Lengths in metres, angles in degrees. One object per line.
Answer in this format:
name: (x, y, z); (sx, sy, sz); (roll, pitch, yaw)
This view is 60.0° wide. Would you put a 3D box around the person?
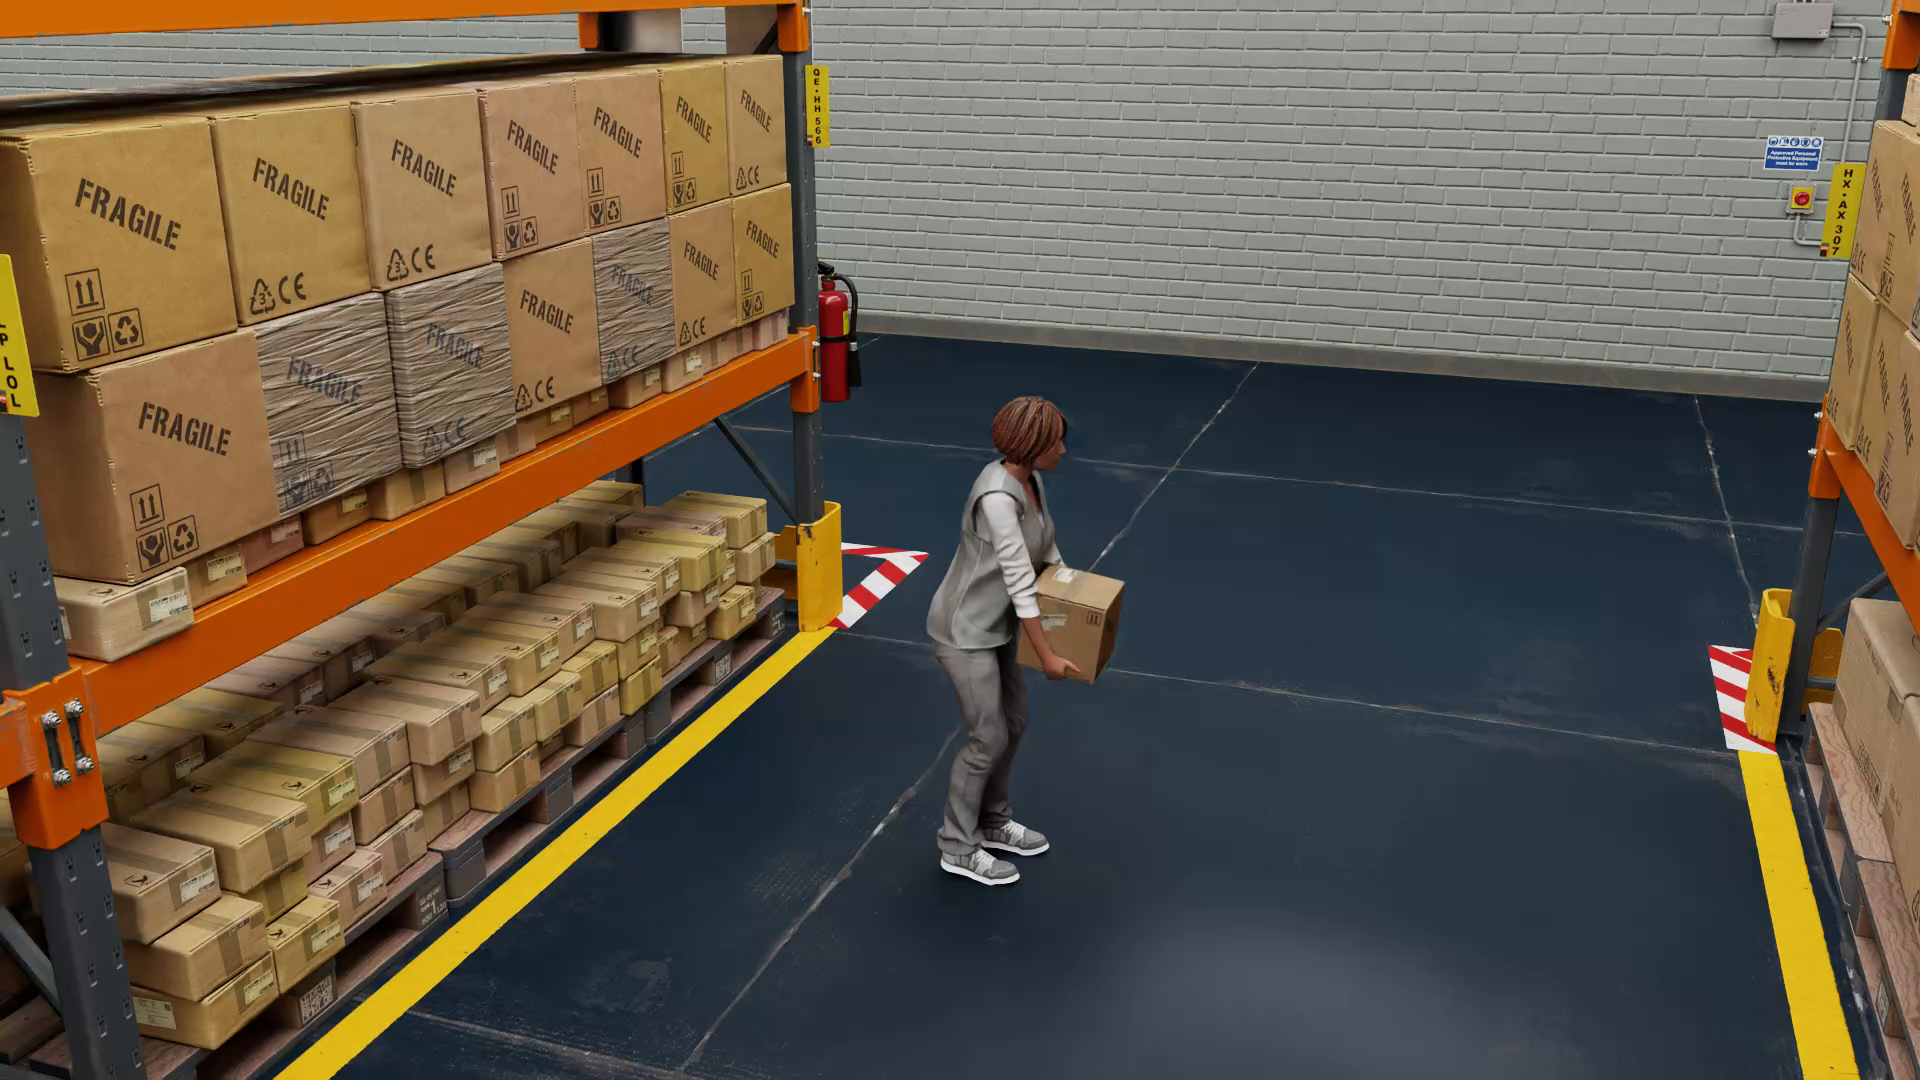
person: (0.159, 0.314, 5.204); (0.524, 1.577, 0.372); (6, 20, 17)
